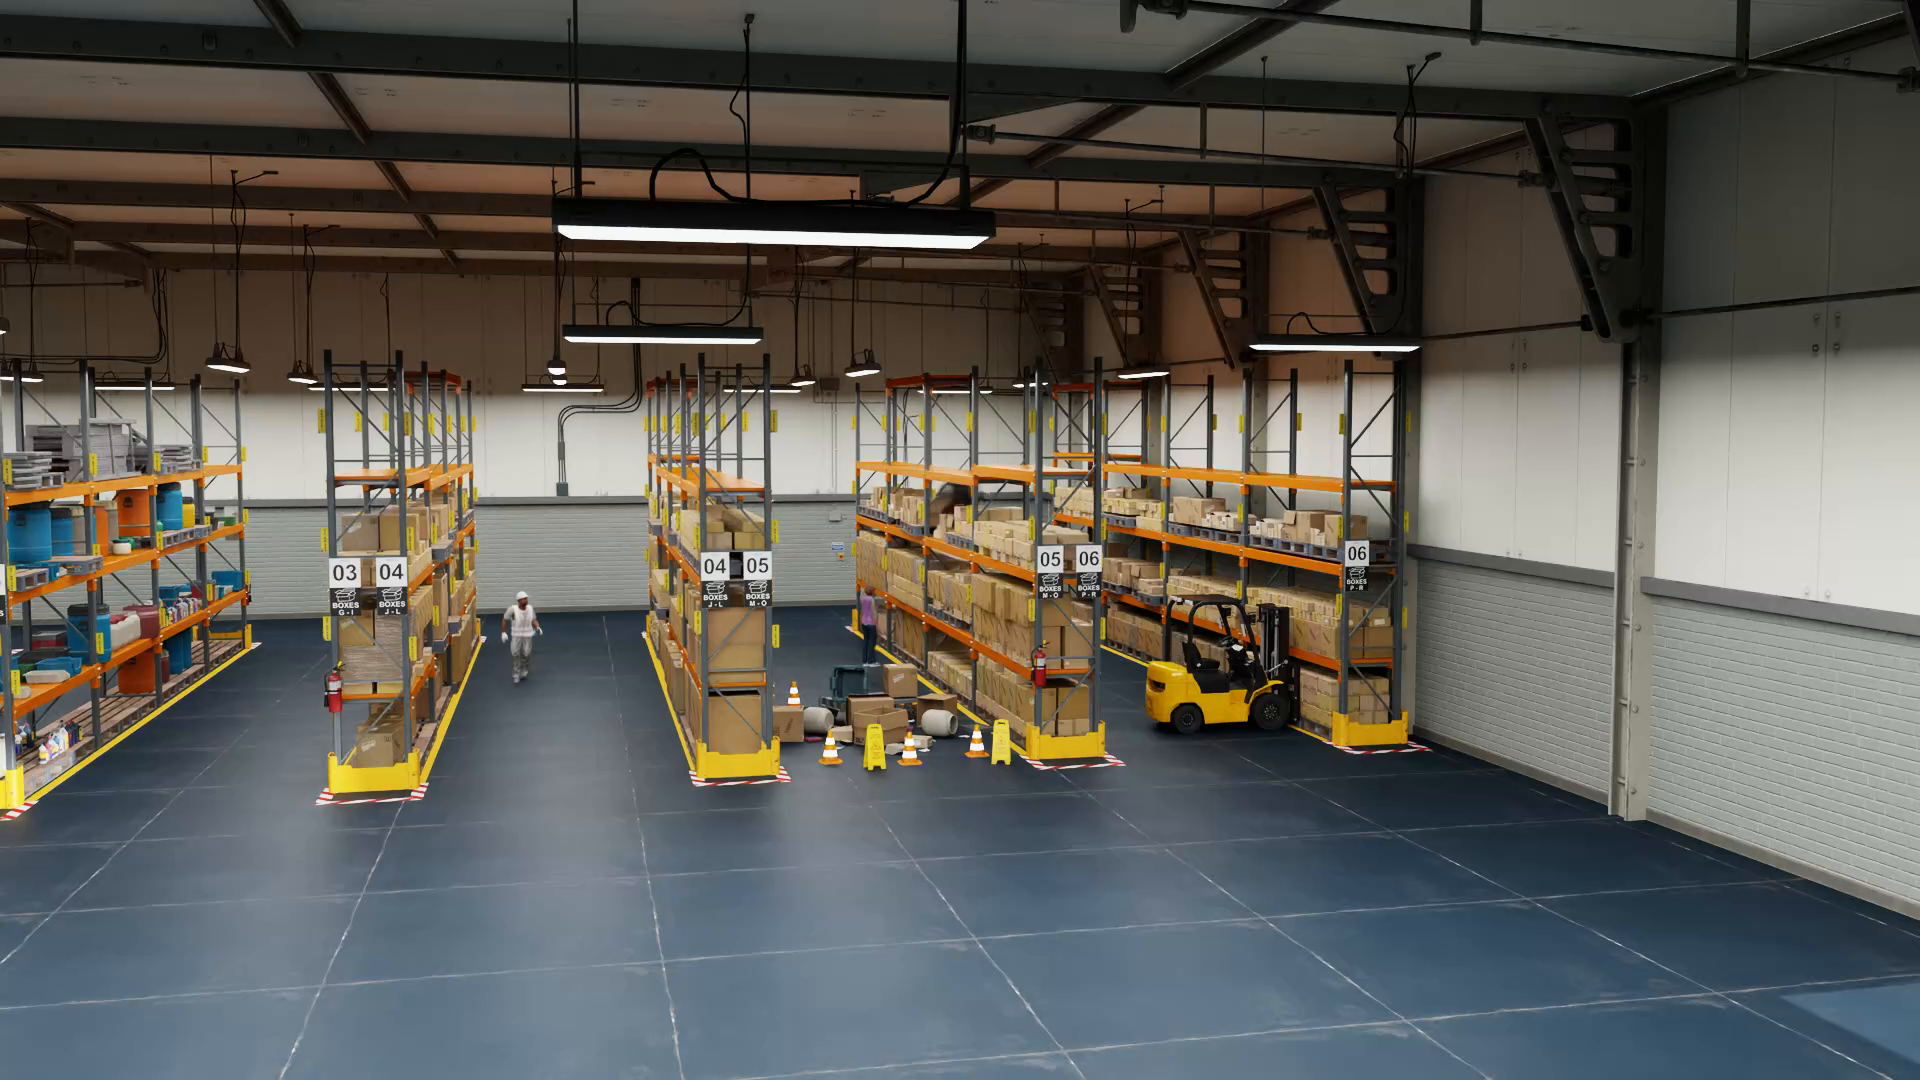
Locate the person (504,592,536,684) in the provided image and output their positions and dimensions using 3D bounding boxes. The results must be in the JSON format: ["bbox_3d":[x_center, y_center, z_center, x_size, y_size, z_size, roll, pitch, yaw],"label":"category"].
[{"bbox_3d":[-8.590,1.907,32.499,0.609,1.806,0.876,-1,4,-11],"label":"person"}]

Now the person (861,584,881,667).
[{"bbox_3d":[-1.734,1.655,32.218,0.339,1.599,0.471,-4,5,-42],"label":"person"}]
